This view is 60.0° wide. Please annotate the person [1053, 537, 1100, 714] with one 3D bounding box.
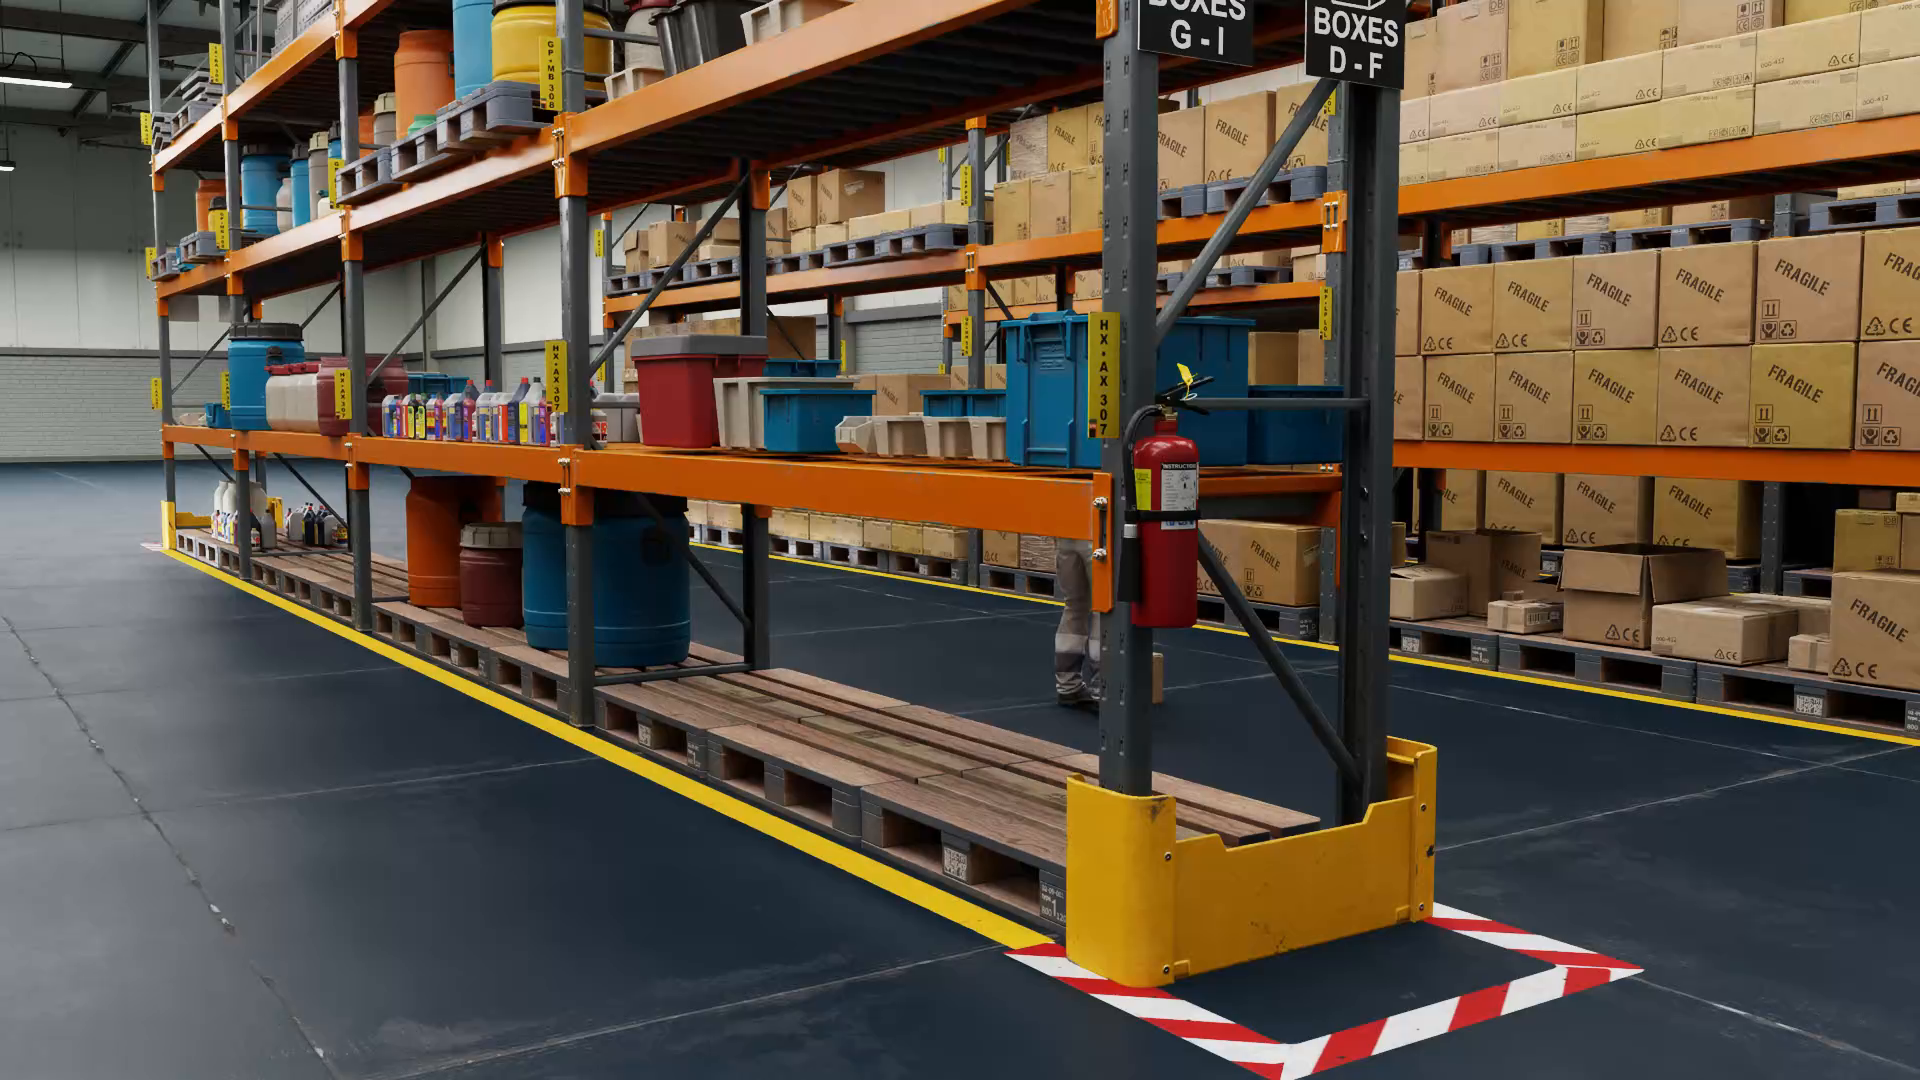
[{"bbox_3d":[0.660,-0.051,8.293,0.447,1.780,0.623,-3,6,-36],"label":"person"}]
